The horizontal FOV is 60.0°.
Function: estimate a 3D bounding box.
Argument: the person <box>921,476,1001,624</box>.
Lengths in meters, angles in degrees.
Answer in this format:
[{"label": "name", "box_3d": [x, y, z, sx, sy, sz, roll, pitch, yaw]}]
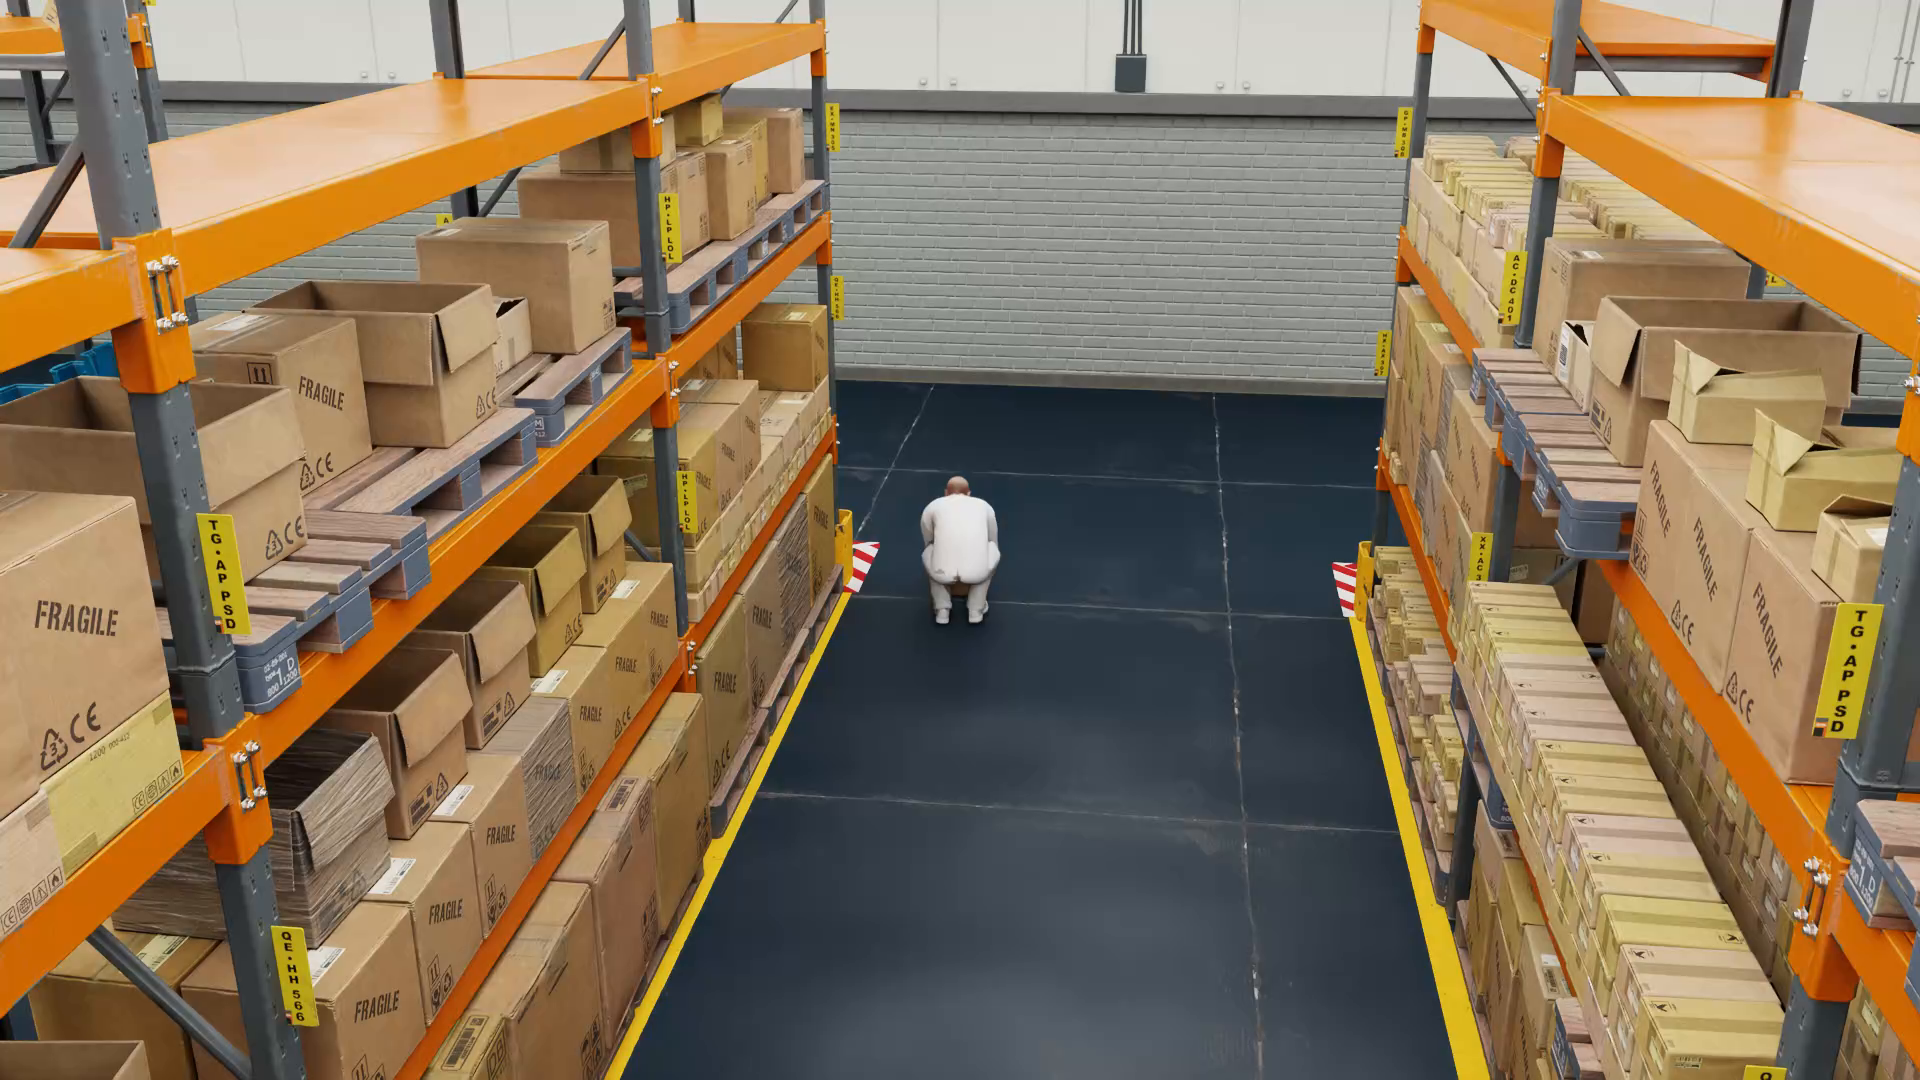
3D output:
[{"label": "person", "box_3d": [0.002, 0.080, 12.104, 0.603, 0.918, 0.906, 2, 21, 5]}]
